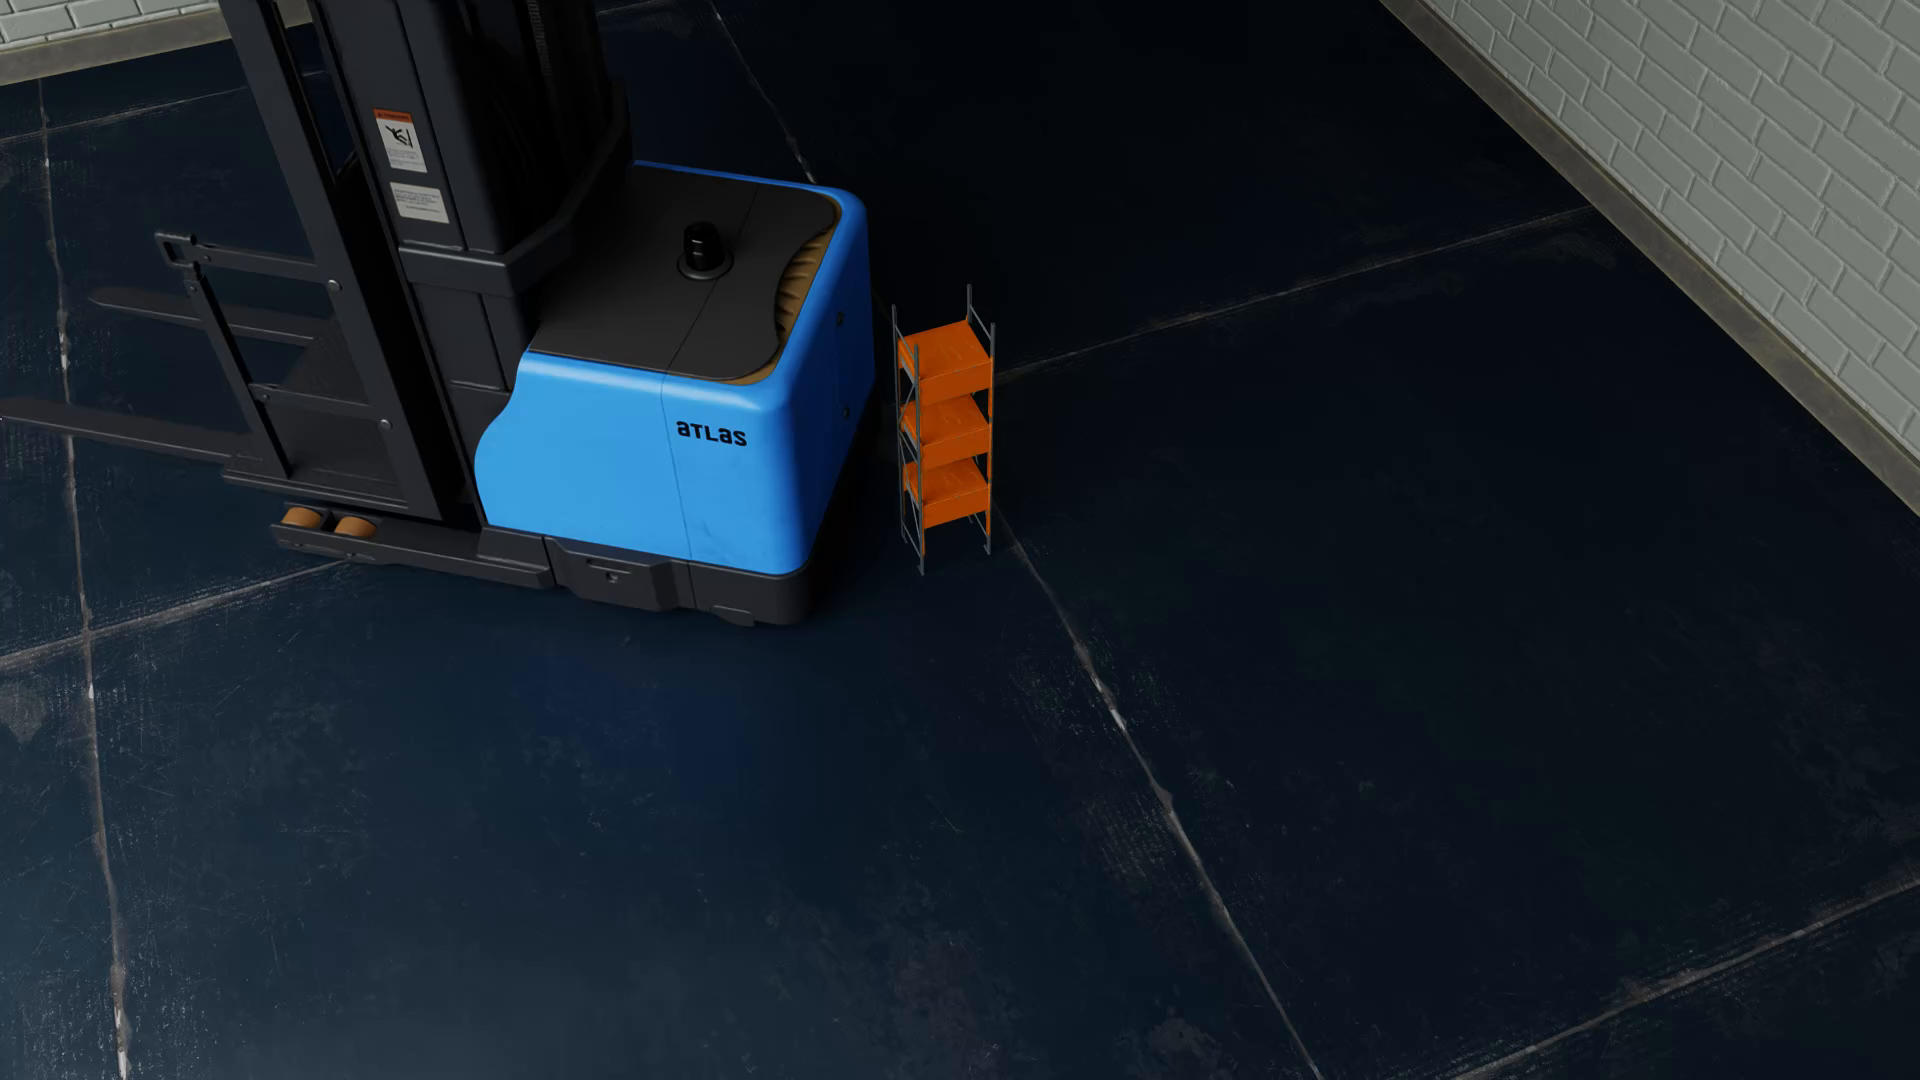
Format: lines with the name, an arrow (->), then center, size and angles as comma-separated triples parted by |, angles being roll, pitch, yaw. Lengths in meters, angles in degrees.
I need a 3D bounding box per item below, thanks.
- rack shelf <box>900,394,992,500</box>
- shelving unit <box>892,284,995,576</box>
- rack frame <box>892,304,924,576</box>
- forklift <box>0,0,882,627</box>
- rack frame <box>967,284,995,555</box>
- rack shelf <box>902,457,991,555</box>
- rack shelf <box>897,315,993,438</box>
rack shelf -> -0.050, -0.320, 5.347 | 0.240, 0.259, 0.215 | -17, 52, -14
shelving unit -> -0.050, -0.327, 5.339 | 0.252, 1.050, 0.215 | -17, 52, -14
rack frame -> -0.162, -0.292, 5.308 | 0.008, 1.050, 0.200 | -17, 52, -14
forklift -> -1.855, -1.257, 4.898 | 3.031, 2.935, 1.130 | 10, 50, 8
rack frame -> 0.063, -0.362, 5.369 | 0.008, 1.050, 0.200 | -17, 52, -14
rack shelf -> -0.050, -0.139, 5.557 | 0.240, 0.259, 0.215 | -17, 52, -14
rack shelf -> -0.050, -0.505, 5.131 | 0.240, 0.259, 0.215 | -17, 52, -14
